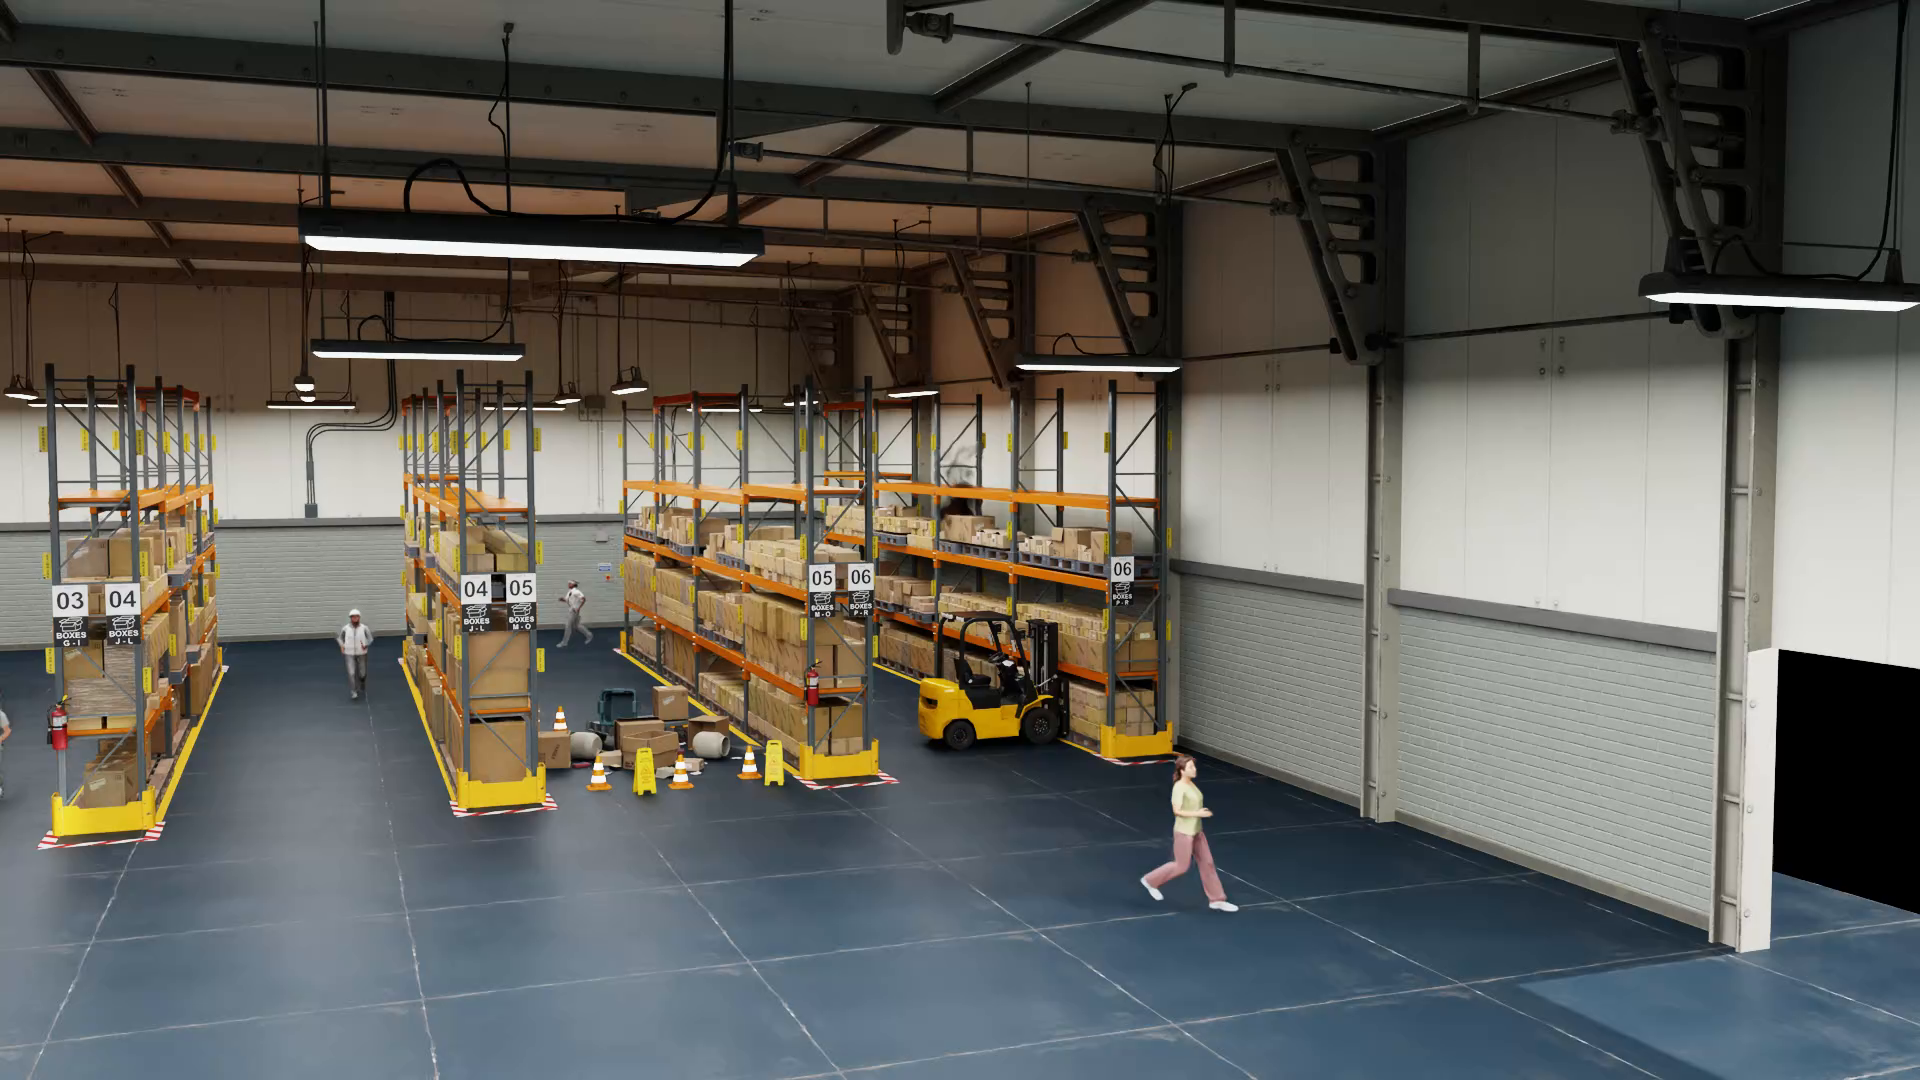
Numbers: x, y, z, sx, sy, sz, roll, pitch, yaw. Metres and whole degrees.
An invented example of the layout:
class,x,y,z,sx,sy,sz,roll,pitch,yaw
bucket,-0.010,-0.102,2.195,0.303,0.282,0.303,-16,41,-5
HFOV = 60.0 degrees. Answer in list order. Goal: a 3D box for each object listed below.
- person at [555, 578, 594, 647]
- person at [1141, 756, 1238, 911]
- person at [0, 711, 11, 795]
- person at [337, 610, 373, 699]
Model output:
class,x,y,z,sx,sy,sz,roll,pitch,yaw
person,-9.387,1.753,40.526,0.960,1.676,0.581,-1,4,-22
person,2.453,3.111,17.728,1.053,1.626,0.588,2,4,28
person,-13.194,2.870,22.569,0.566,1.660,0.818,-1,4,-20
person,-11.889,2.229,32.685,0.663,1.728,0.704,-1,4,-19
